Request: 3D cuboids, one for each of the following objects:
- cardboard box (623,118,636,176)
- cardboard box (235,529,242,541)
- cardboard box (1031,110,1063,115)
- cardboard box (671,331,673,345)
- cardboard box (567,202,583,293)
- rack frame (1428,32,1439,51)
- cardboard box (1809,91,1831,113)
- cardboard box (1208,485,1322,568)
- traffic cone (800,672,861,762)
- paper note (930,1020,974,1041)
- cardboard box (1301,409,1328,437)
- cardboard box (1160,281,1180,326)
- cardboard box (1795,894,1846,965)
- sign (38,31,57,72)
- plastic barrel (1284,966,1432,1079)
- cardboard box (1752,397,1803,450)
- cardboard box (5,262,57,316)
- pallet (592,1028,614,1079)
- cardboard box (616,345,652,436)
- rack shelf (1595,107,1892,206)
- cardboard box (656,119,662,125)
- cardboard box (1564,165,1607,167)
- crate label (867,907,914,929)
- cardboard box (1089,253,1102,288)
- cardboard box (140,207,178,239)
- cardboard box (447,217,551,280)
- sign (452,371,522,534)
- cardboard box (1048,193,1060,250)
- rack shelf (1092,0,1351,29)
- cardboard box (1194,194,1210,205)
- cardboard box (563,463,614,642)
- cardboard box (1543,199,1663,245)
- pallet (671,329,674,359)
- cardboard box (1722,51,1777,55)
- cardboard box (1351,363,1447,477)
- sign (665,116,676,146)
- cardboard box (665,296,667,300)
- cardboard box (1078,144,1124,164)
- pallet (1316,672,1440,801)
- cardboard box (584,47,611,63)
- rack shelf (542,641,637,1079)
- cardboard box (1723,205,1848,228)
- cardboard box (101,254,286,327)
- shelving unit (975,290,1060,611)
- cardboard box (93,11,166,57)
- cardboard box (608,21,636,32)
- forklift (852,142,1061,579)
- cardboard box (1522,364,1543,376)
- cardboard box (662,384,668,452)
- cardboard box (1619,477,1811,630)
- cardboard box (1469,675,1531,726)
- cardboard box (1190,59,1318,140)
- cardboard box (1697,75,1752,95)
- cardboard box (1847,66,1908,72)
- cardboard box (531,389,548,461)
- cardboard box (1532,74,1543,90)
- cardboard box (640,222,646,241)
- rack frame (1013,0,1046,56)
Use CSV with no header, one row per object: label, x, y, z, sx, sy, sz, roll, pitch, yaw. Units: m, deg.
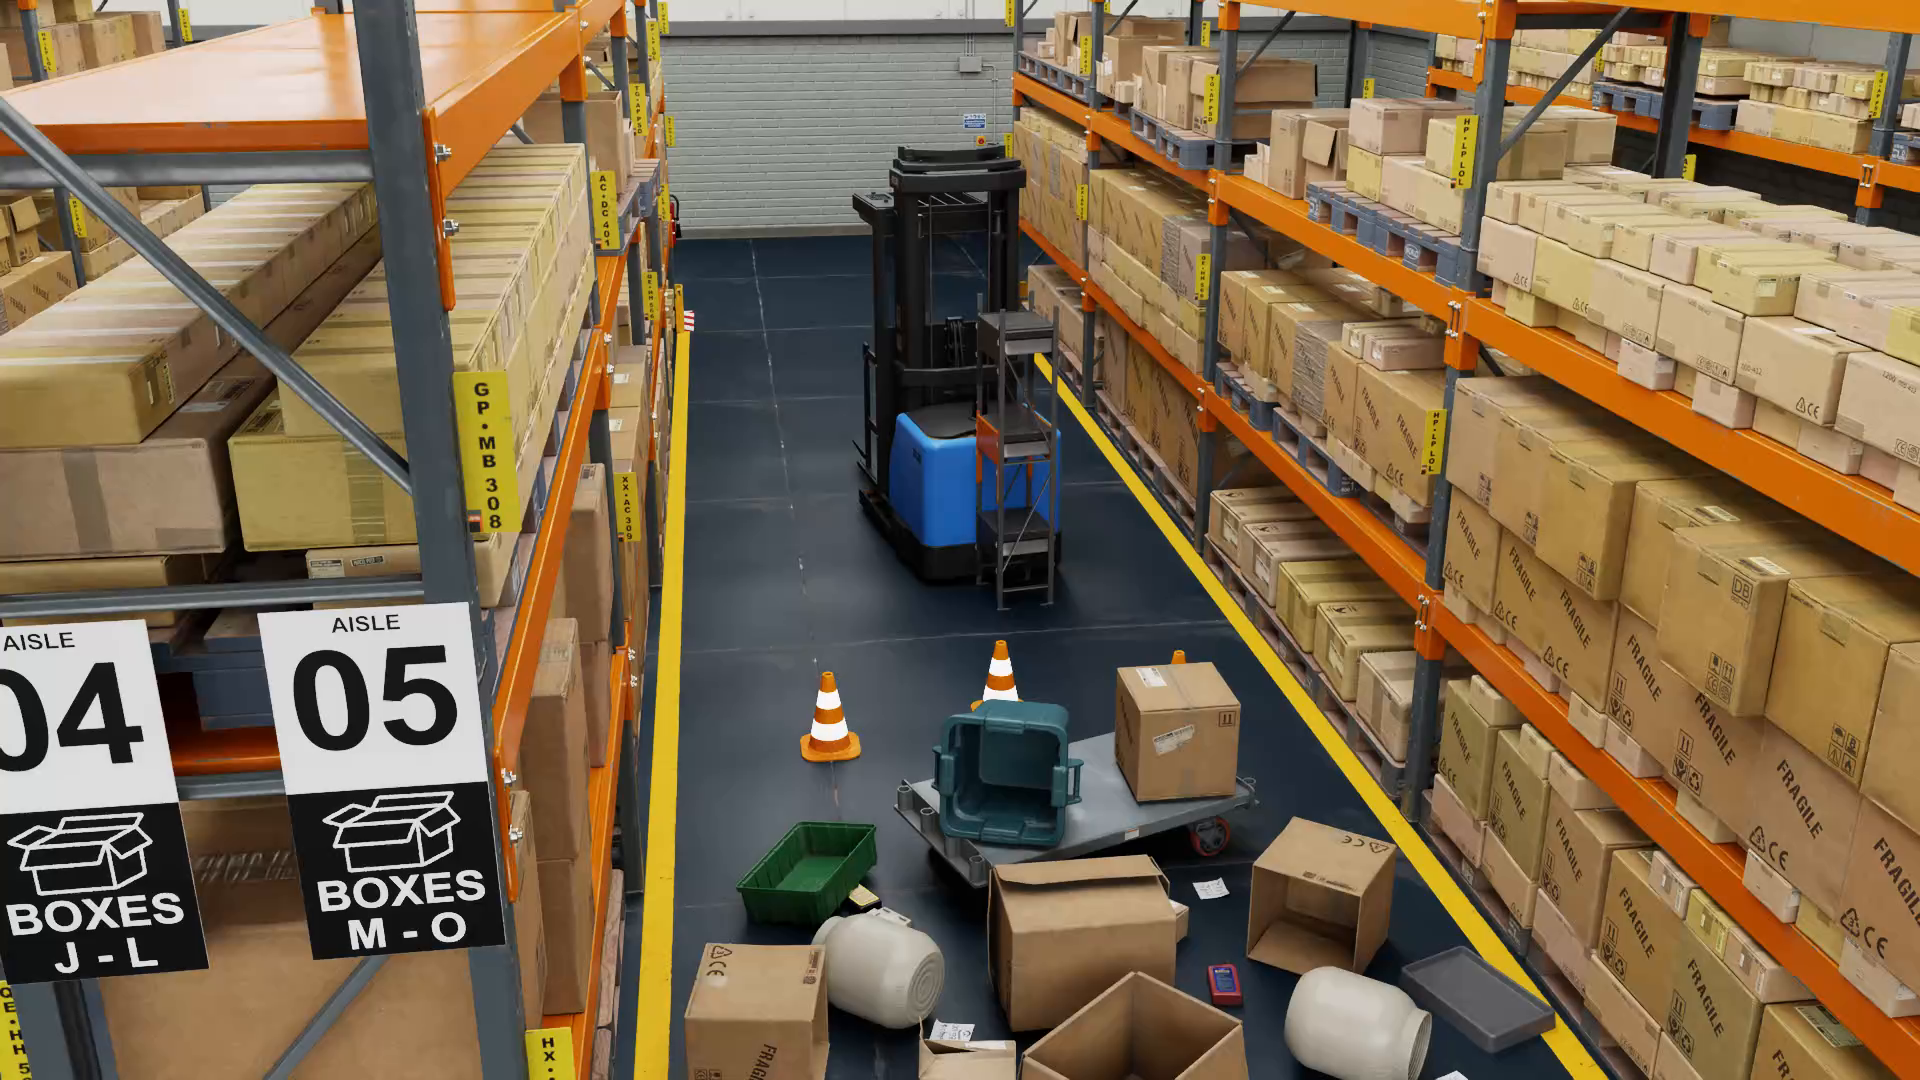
cardboard box,-2.173,-2.321,9.739,0.500,0.311,0.500,-3,21,-8
cardboard box,-1.924,-0.096,4.014,0.380,0.149,0.250,-3,21,-7
cardboard box,0.996,-4.710,18.540,0.380,0.149,0.250,-2,21,-6
cardboard box,-3.254,-2.170,17.713,0.380,0.149,0.250,-4,21,-10
cardboard box,-1.646,-1.061,6.028,0.500,0.250,0.500,-3,21,-8
rack frame,6.022,-7.177,19.070,1.000,3.000,0.127,-3,21,-8
cardboard box,6.855,-3.412,12.922,0.380,0.149,0.250,-2,21,-7
cardboard box,2.335,-0.115,11.891,0.950,0.372,0.625,-4,21,-11
traffic cone,-0.743,0.973,9.451,0.336,0.463,0.334,-3,21,-8
paper note,-0.037,2.097,7.069,0.172,0.023,0.155,4,21,11
cardboard box,2.311,-0.740,10.169,0.380,0.149,0.250,-2,21,-6
cardboard box,1.865,-1.841,12.858,0.500,0.250,0.500,-3,21,-9
cardboard box,2.989,1.252,5.436,0.380,0.149,0.250,-3,21,-9
sign,-7.584,-4.056,13.812,0.100,0.325,0.005,-3,21,-8
plastic barrel,1.621,1.993,6.775,0.512,0.421,0.421,12,24,30
cardboard box,2.932,-0.417,5.617,0.380,0.149,0.250,-3,21,-9
cardboard box,-7.717,-1.957,13.526,0.500,0.500,0.500,-2,21,-6
pallet,-1.832,2.322,6.199,1.003,0.211,1.213,-3,21,-8
cardboard box,-2.290,-0.965,10.869,0.500,0.500,0.500,-3,21,-8
rack shelf,6.886,-3.357,14.159,1.077,0.370,4.000,-3,21,-8
cardboard box,-3.388,-4.163,17.579,0.500,0.500,0.500,-4,21,-10
cardboard box,3.079,-1.890,8.816,0.500,0.250,0.500,-3,21,-8
crate label,-0.362,1.816,7.657,0.250,0.136,0.298,17,27,39
cardboard box,1.489,-2.494,15.321,0.500,0.250,0.500,-3,21,-9
cardboard box,-8.218,-3.178,16.727,0.500,0.250,0.500,-4,21,-10
cardboard box,-1.420,-0.855,4.909,0.380,0.149,0.250,-3,21,-7
sign,-0.917,-0.168,3.230,0.100,0.325,0.005,-3,21,-8
cardboard box,1.200,-3.276,17.056,0.500,0.500,0.500,-3,21,-9
rack shelf,1.975,-4.323,13.030,1.077,0.370,4.000,-3,21,-8
cardboard box,2.225,-2.569,13.736,0.500,0.500,0.500,-3,21,-7
cardboard box,-1.830,0.063,6.504,0.875,0.550,0.550,-3,21,-8
cardboard box,2.658,-1.315,6.882,0.380,0.149,0.250,-4,21,-10
pallet,-3.680,-2.214,18.344,1.003,0.211,1.213,-3,21,-8
cardboard box,6.901,-4.197,14.570,0.380,0.149,0.250,-4,21,-9
cardboard box,2.474,-0.663,9.036,0.500,0.500,0.500,-3,21,-7
sign,-3.221,-4.542,18.482,0.100,0.325,0.005,-3,21,-8
cardboard box,-3.329,-2.534,17.836,0.380,0.149,0.250,-4,21,-10
cardboard box,1.328,-3.640,15.675,0.380,0.149,0.250,-3,21,-9
pallet,2.726,1.077,9.531,1.003,0.211,1.213,-3,21,-8
cardboard box,-3.104,-3.554,12.910,0.797,0.503,0.637,-3,21,-8
rack shelf,-1.755,1.354,5.832,1.077,0.370,4.000,-3,21,-8
cardboard box,3.331,-1.258,6.730,0.380,0.149,0.250,-2,21,-6
cardboard box,-1.996,-0.646,4.348,0.380,0.149,0.250,-3,21,-8
shelving unit,0.379,-0.600,11.320,0.431,2.100,0.503,-6,21,-16
cardboard box,-8.568,-5.133,17.000,0.700,0.500,0.500,-4,21,-11
cardboard box,-3.458,-5.307,17.280,0.380,0.149,0.250,-4,21,-9
forklift,-0.178,-1.582,12.762,1.130,2.935,3.031,-6,21,-16
cardboard box,3.122,-0.827,8.549,0.380,0.149,0.250,-3,21,-8
cardboard box,-2.767,-1.050,14.212,0.500,0.500,0.500,-3,21,-9
cardboard box,2.952,0.078,6.224,0.700,0.500,0.500,-3,21,-8
cardboard box,2.617,0.740,7.778,0.380,0.149,0.250,-3,21,-7
cardboard box,2.060,-3.118,11.743,0.797,0.503,0.637,-4,21,-11
cardboard box,6.495,-3.858,14.088,0.380,0.149,0.250,-2,21,-7
cardboard box,7.265,-3.664,13.172,0.380,0.149,0.250,-2,21,-6
cardboard box,-1.345,-0.306,4.577,0.380,0.149,0.250,-3,21,-8
cardboard box,6.151,-4.736,17.182,0.380,0.149,0.250,-2,21,-6
cardboard box,-2.946,-2.674,14.497,0.380,0.149,0.250,-2,21,-5
rack frame,1.110,-6.925,18.396,1.000,3.000,0.127,-3,21,-8
